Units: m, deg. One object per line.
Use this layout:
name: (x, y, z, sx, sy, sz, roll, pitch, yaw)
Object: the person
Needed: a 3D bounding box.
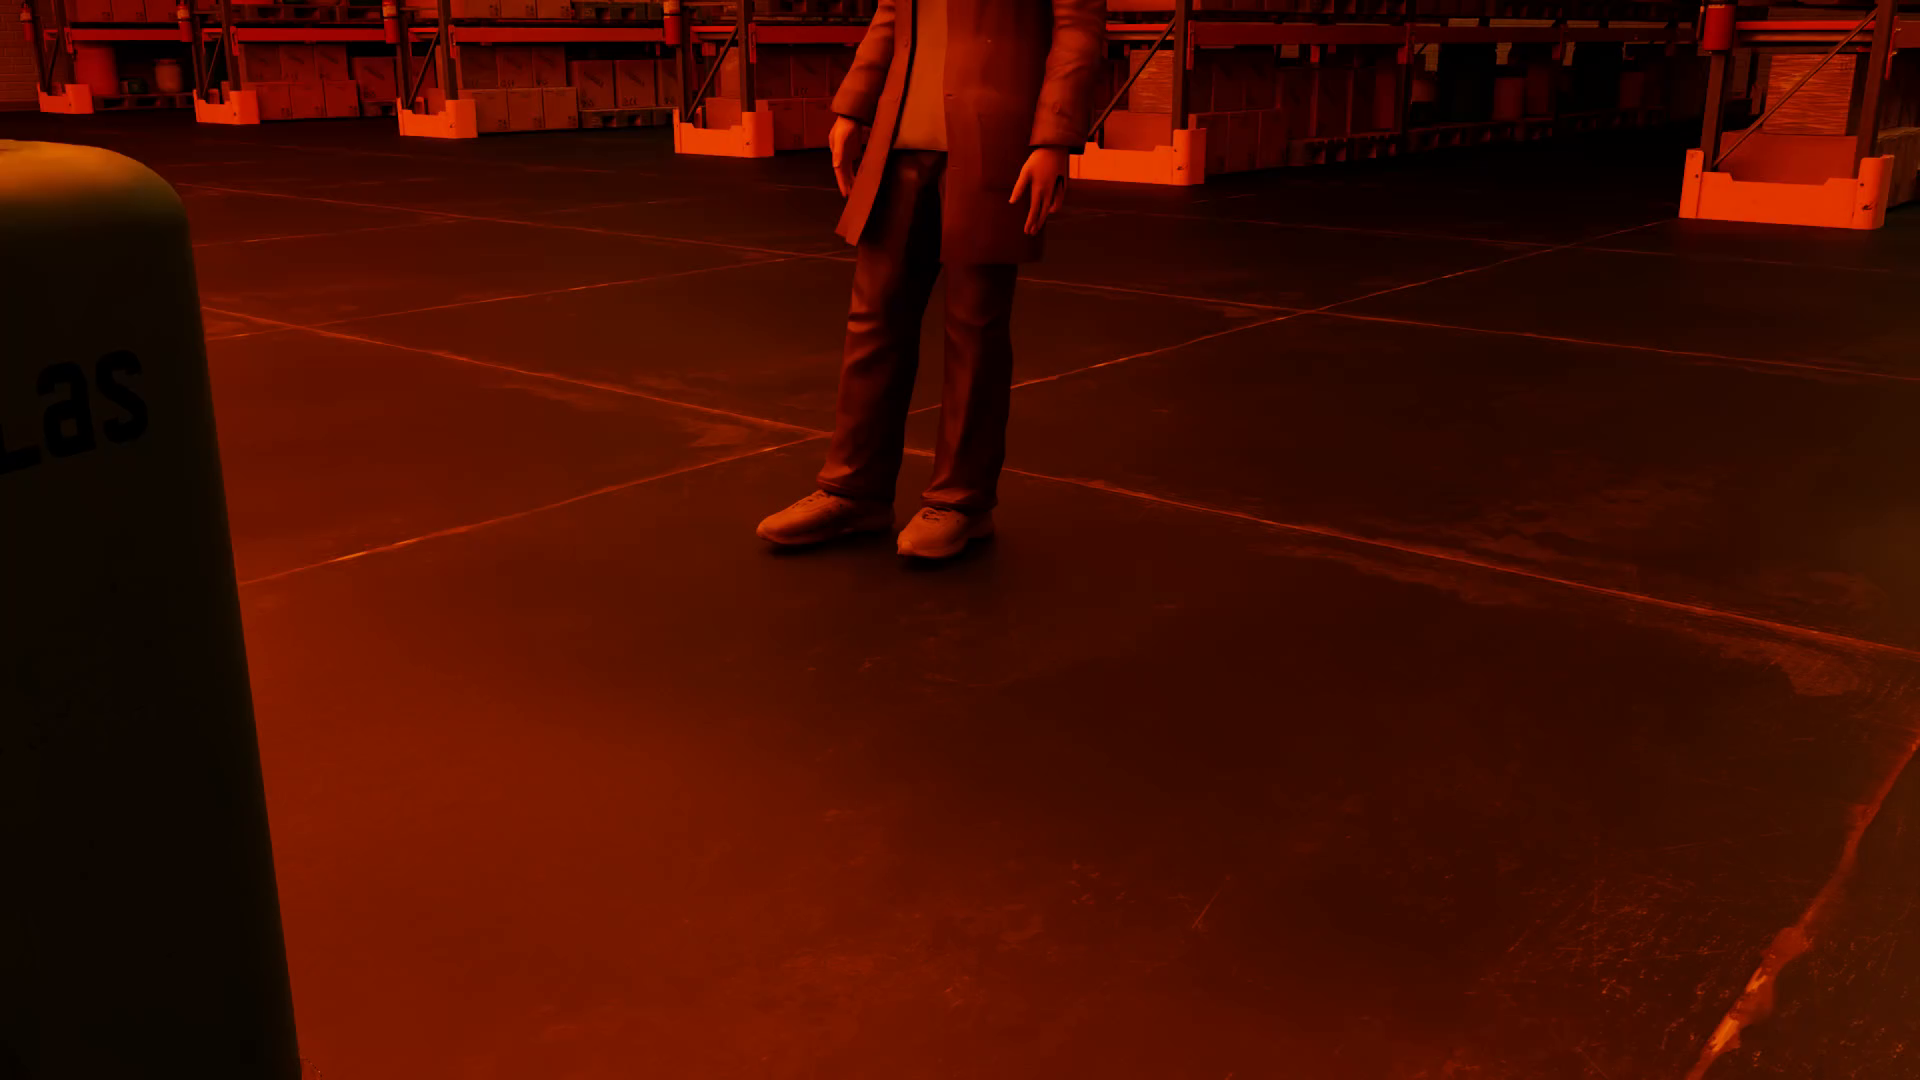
person: (-0.061, -0.792, 3.630, 0.698, 1.682, 0.579, 13, 21, 37)
